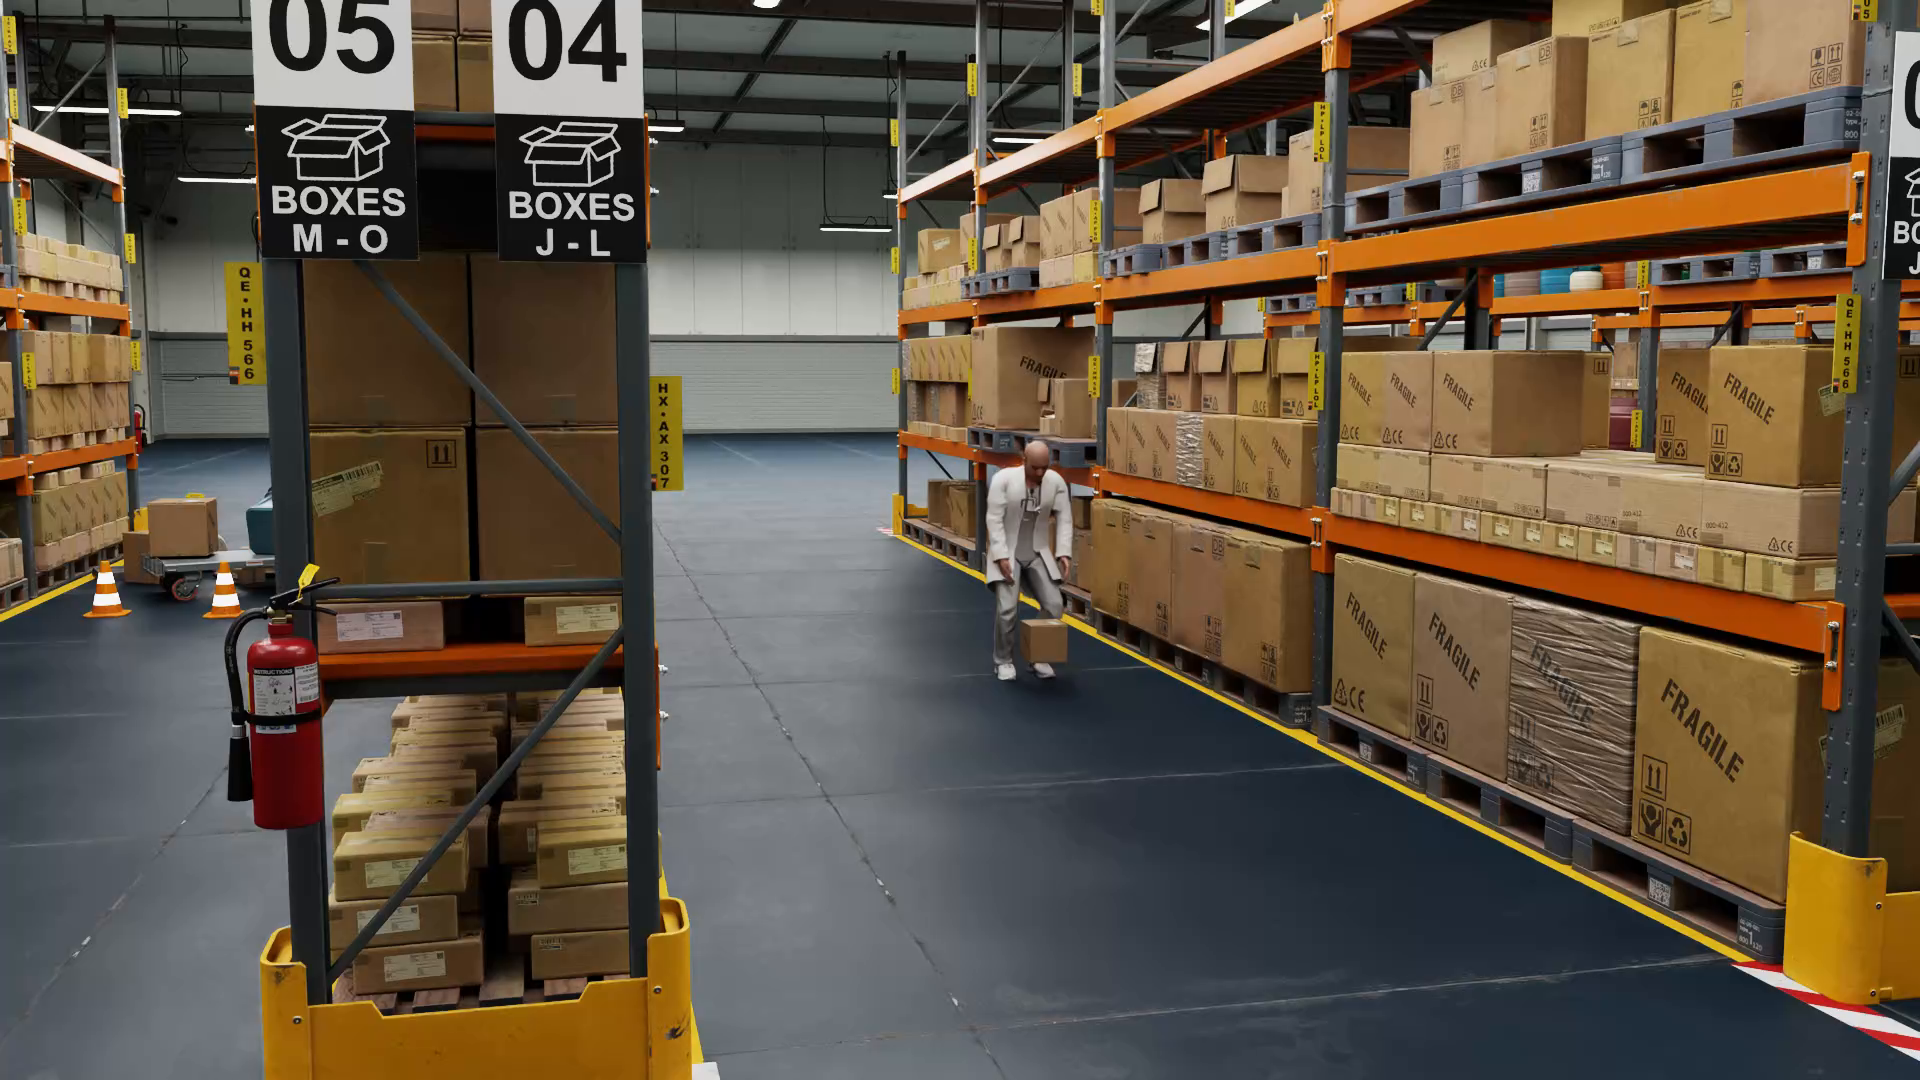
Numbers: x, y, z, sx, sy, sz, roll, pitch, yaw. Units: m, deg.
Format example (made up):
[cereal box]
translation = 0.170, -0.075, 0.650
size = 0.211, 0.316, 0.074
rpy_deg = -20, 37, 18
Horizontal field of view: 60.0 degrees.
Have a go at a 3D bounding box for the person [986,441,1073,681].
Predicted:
[person]
translation = 0.468, 0.135, 11.382
size = 0.615, 1.623, 0.539
rpy_deg = -1, 6, -13
